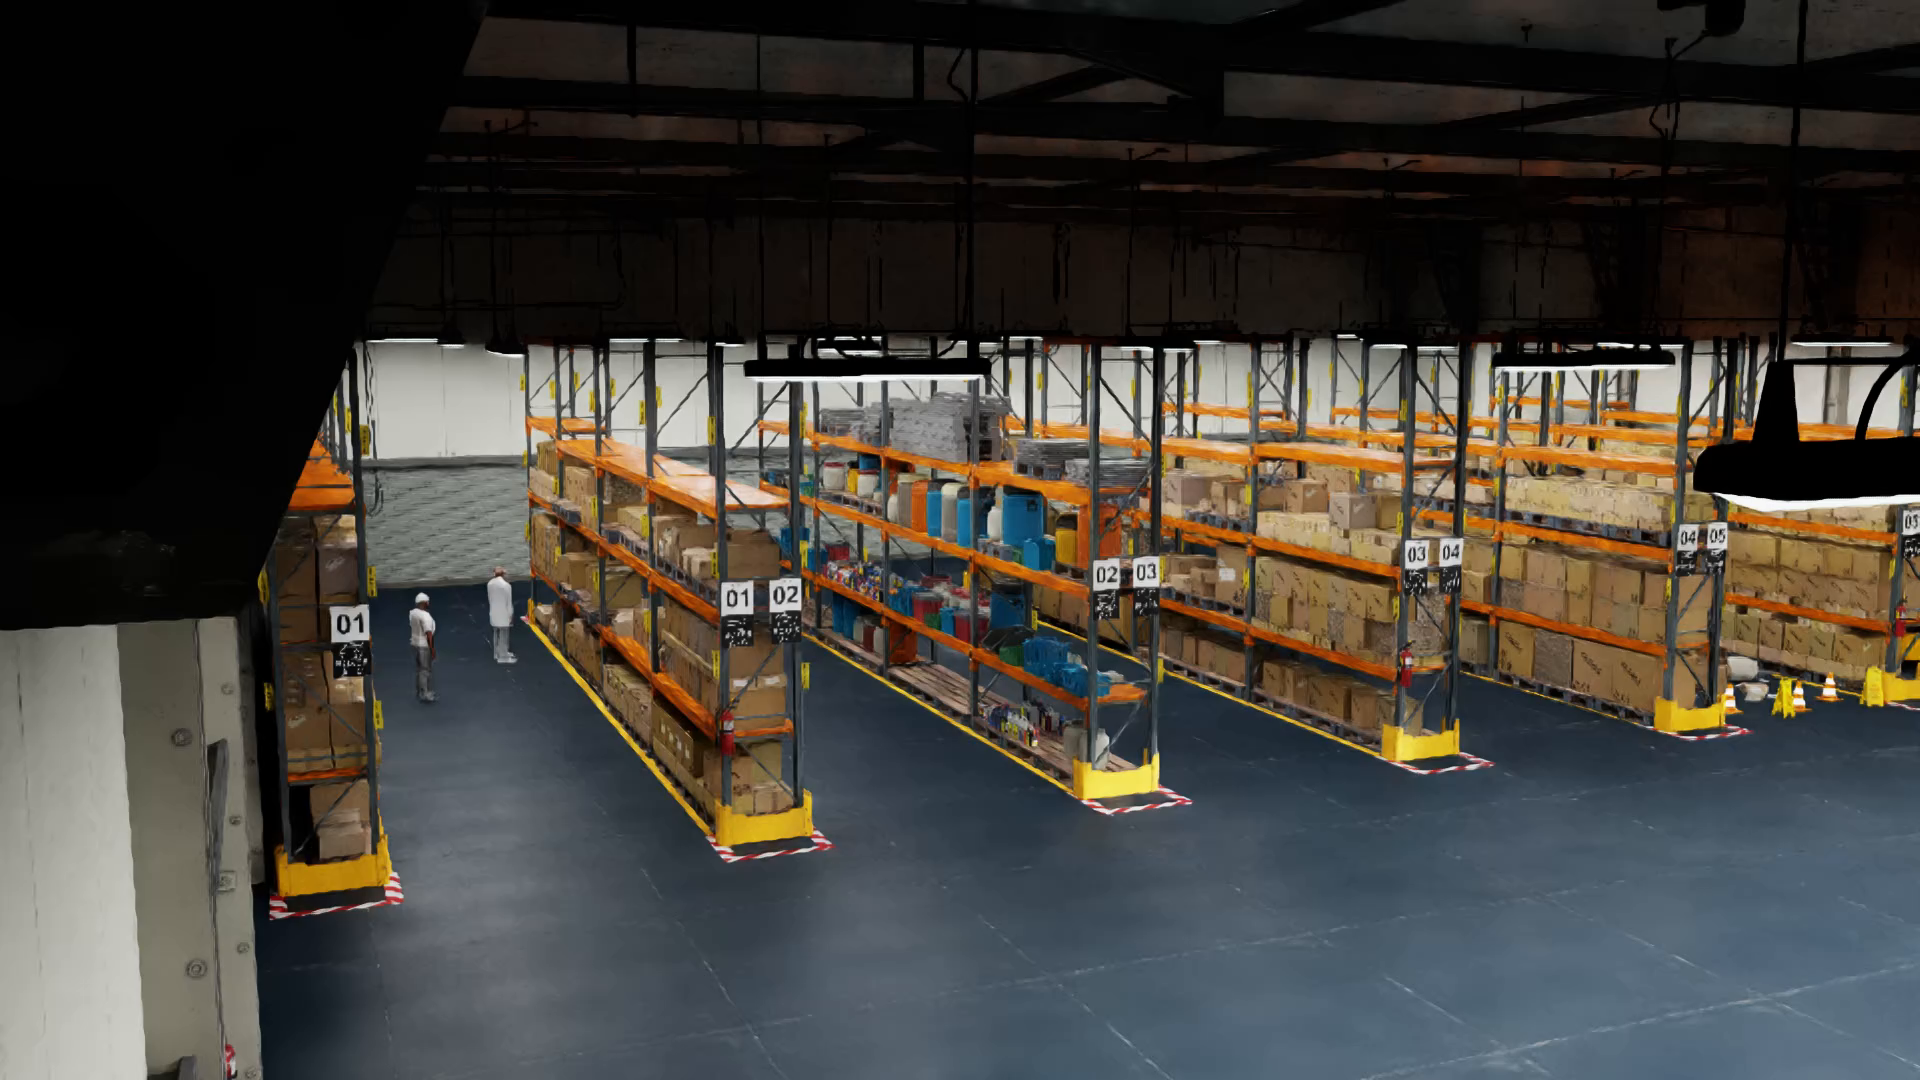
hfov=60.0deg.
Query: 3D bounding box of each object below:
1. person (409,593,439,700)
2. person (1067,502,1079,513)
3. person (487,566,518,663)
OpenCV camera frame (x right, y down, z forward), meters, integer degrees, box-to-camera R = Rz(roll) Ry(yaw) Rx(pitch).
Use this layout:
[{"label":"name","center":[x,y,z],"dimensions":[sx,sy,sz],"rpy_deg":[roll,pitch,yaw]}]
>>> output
[{"label":"person","center":[-8.930,1.754,27.733],"dimensions":[0.405,1.769,0.664],"rpy_deg":[-8,11,-44]},{"label":"person","center":[2.913,-0.181,42.850],"dimensions":[0.566,1.710,0.509],"rpy_deg":[4,9,30]},{"label":"person","center":[-8.437,1.354,30.716],"dimensions":[0.638,1.785,0.514],"rpy_deg":[5,9,36]}]
